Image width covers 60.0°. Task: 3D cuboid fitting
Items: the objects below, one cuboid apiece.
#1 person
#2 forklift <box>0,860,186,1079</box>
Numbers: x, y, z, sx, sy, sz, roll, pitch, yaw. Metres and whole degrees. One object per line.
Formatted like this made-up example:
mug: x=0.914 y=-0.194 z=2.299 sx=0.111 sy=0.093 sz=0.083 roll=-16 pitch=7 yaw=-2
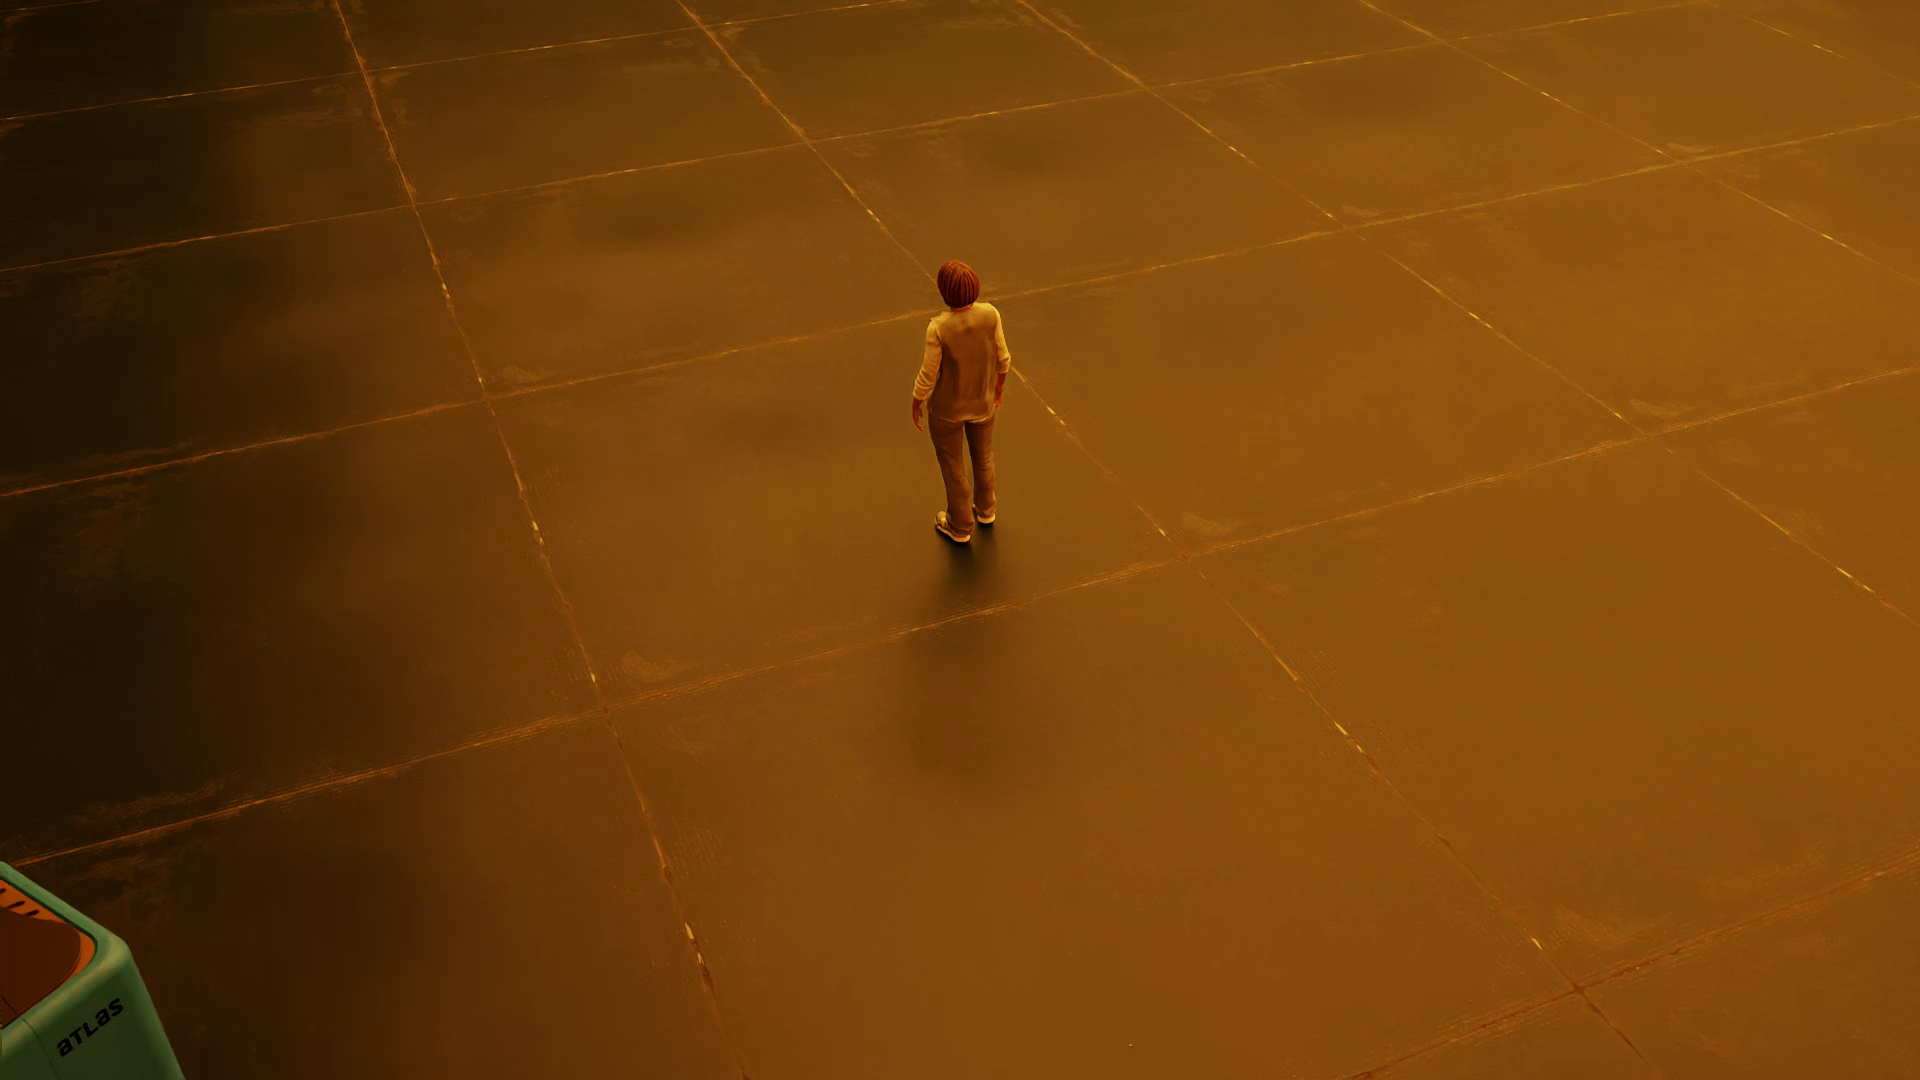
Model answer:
person: x=-0.016 y=-0.699 z=8.220 sx=0.520 sy=1.597 sz=0.475 roll=-14 pitch=38 yaw=-19
forklift: x=-3.721 y=1.489 z=4.005 sx=1.130 sy=2.935 sz=3.031 roll=20 pitch=40 yaw=26
